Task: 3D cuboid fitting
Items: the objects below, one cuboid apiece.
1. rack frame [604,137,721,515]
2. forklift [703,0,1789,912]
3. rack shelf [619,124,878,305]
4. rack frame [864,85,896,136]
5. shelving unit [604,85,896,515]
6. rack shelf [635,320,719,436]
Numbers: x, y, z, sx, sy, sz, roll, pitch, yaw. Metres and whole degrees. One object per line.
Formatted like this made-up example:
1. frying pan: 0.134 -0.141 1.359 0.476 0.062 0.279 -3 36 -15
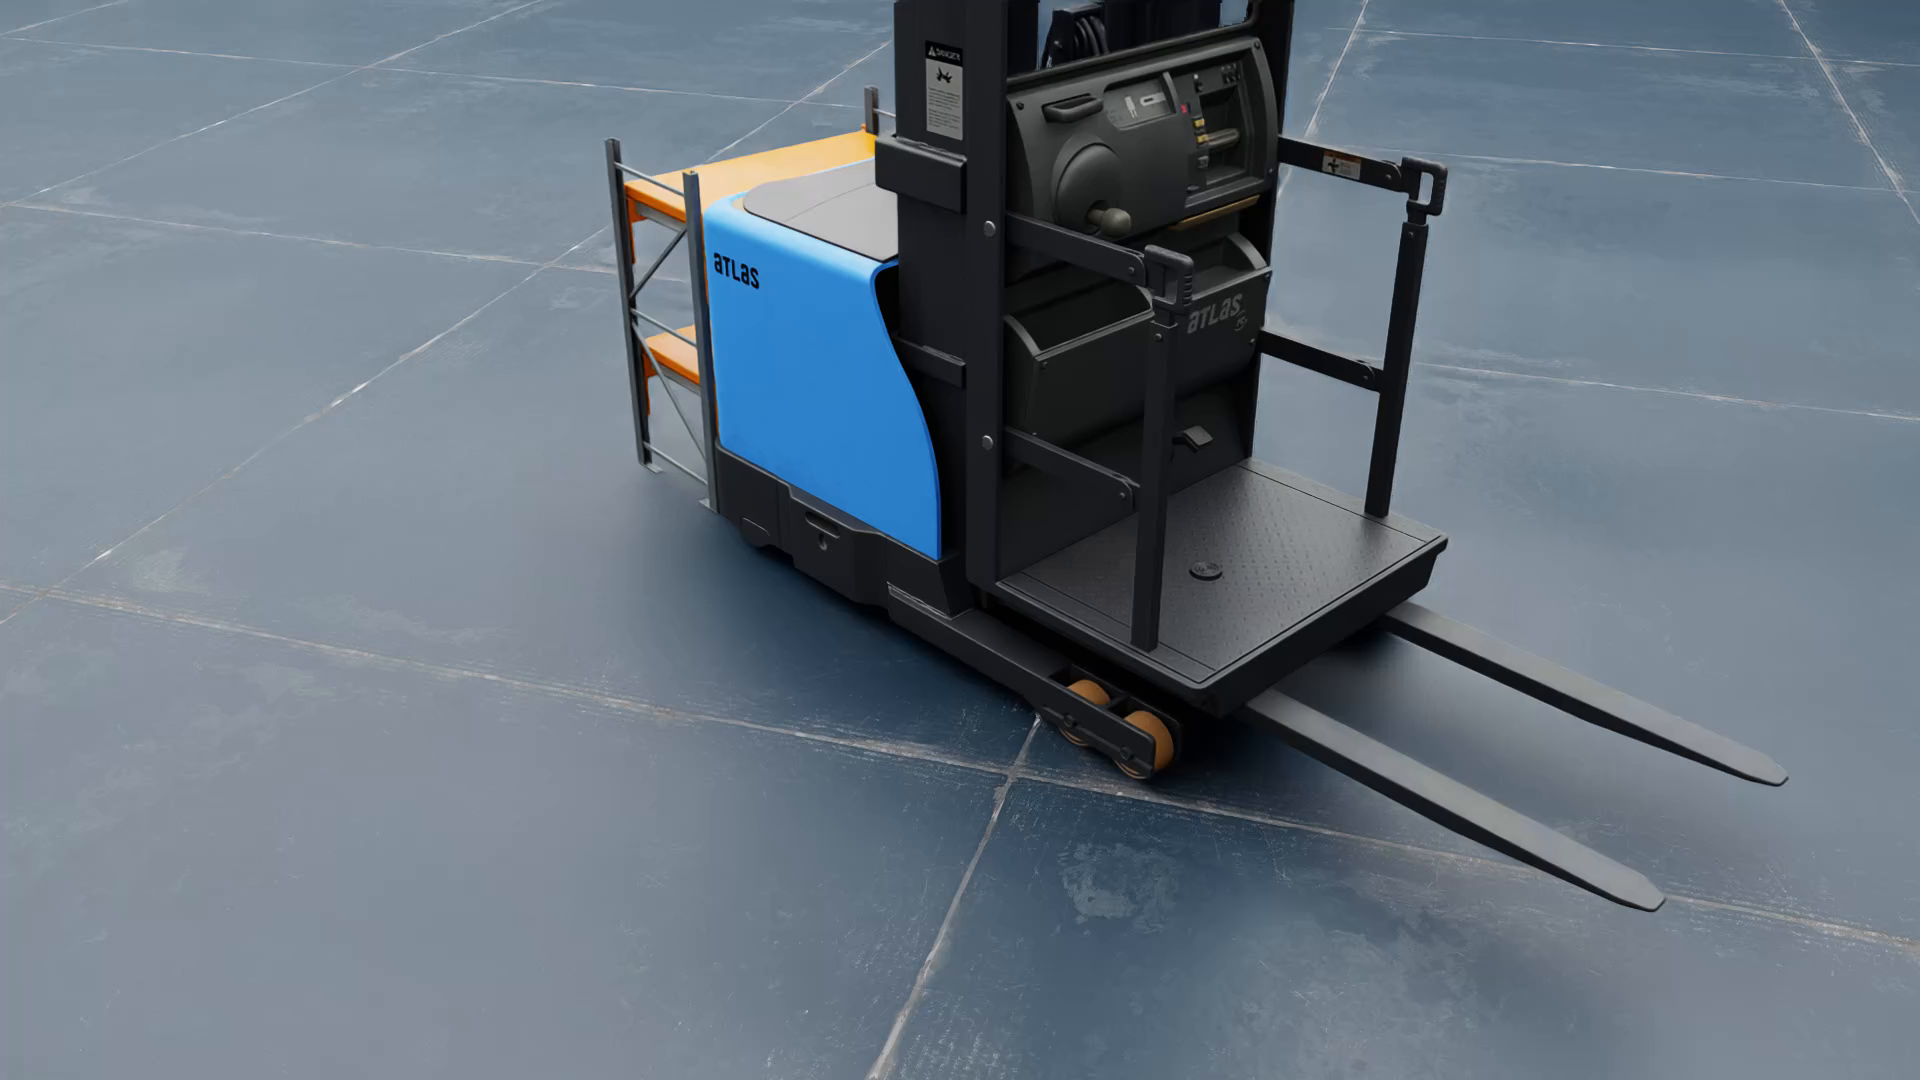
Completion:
1. rack frame: -0.937 -0.670 5.298 0.032 1.125 0.500 -22 36 -34
2. forklift: 0.620 -0.966 3.971 1.130 2.935 3.031 -25 38 -37
3. rack shelf: -0.548 -1.086 5.442 1.000 0.278 0.538 -22 36 -34
4. rack frame: -0.160 -0.989 5.871 0.032 1.125 0.500 -22 36 -34
5. shelving unit: -0.548 -0.830 5.585 1.048 1.125 0.538 -22 36 -34
6. rack shelf: -0.548 -0.616 5.703 1.000 0.278 0.538 -22 36 -34
